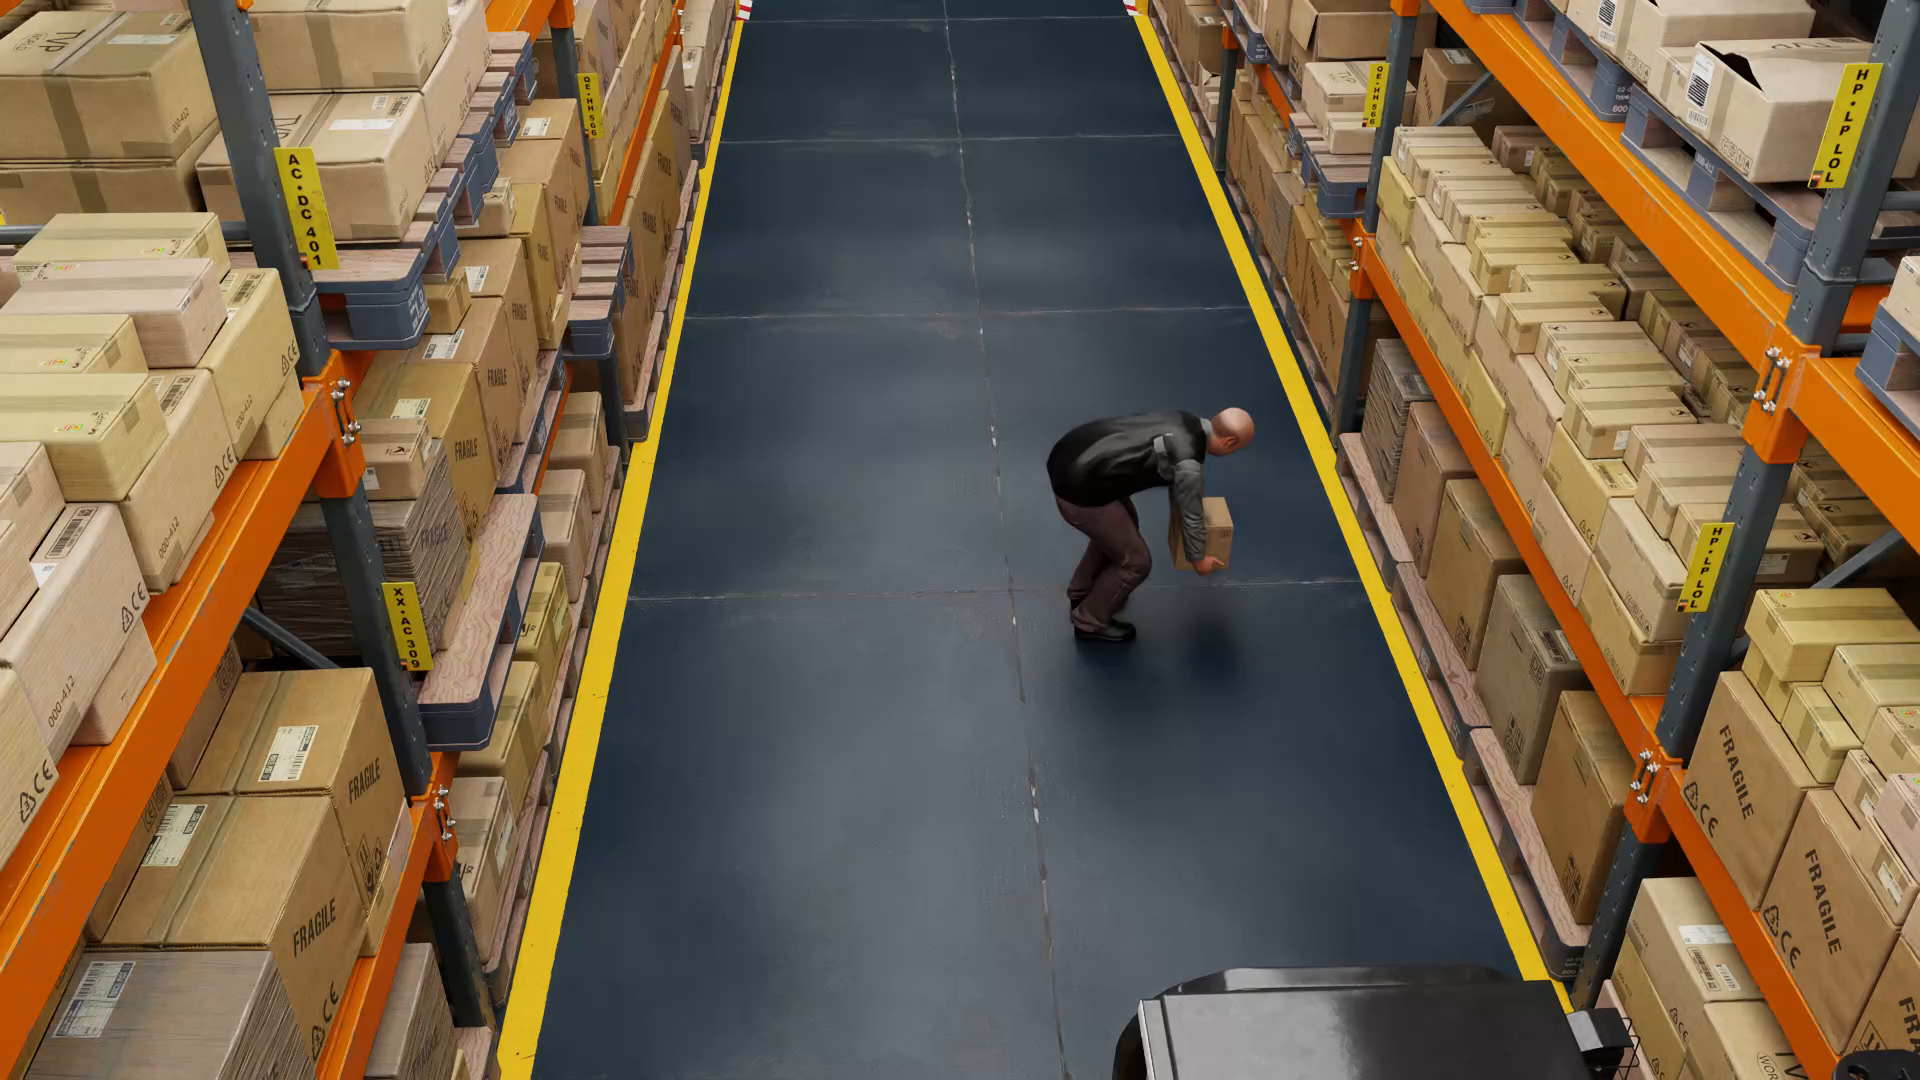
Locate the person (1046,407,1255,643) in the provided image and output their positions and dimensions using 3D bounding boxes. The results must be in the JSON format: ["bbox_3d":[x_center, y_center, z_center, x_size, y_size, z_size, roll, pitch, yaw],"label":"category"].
[{"bbox_3d":[0.875,-0.093,7.807,0.940,1.141,0.487,-3,35,-4],"label":"person"}]
